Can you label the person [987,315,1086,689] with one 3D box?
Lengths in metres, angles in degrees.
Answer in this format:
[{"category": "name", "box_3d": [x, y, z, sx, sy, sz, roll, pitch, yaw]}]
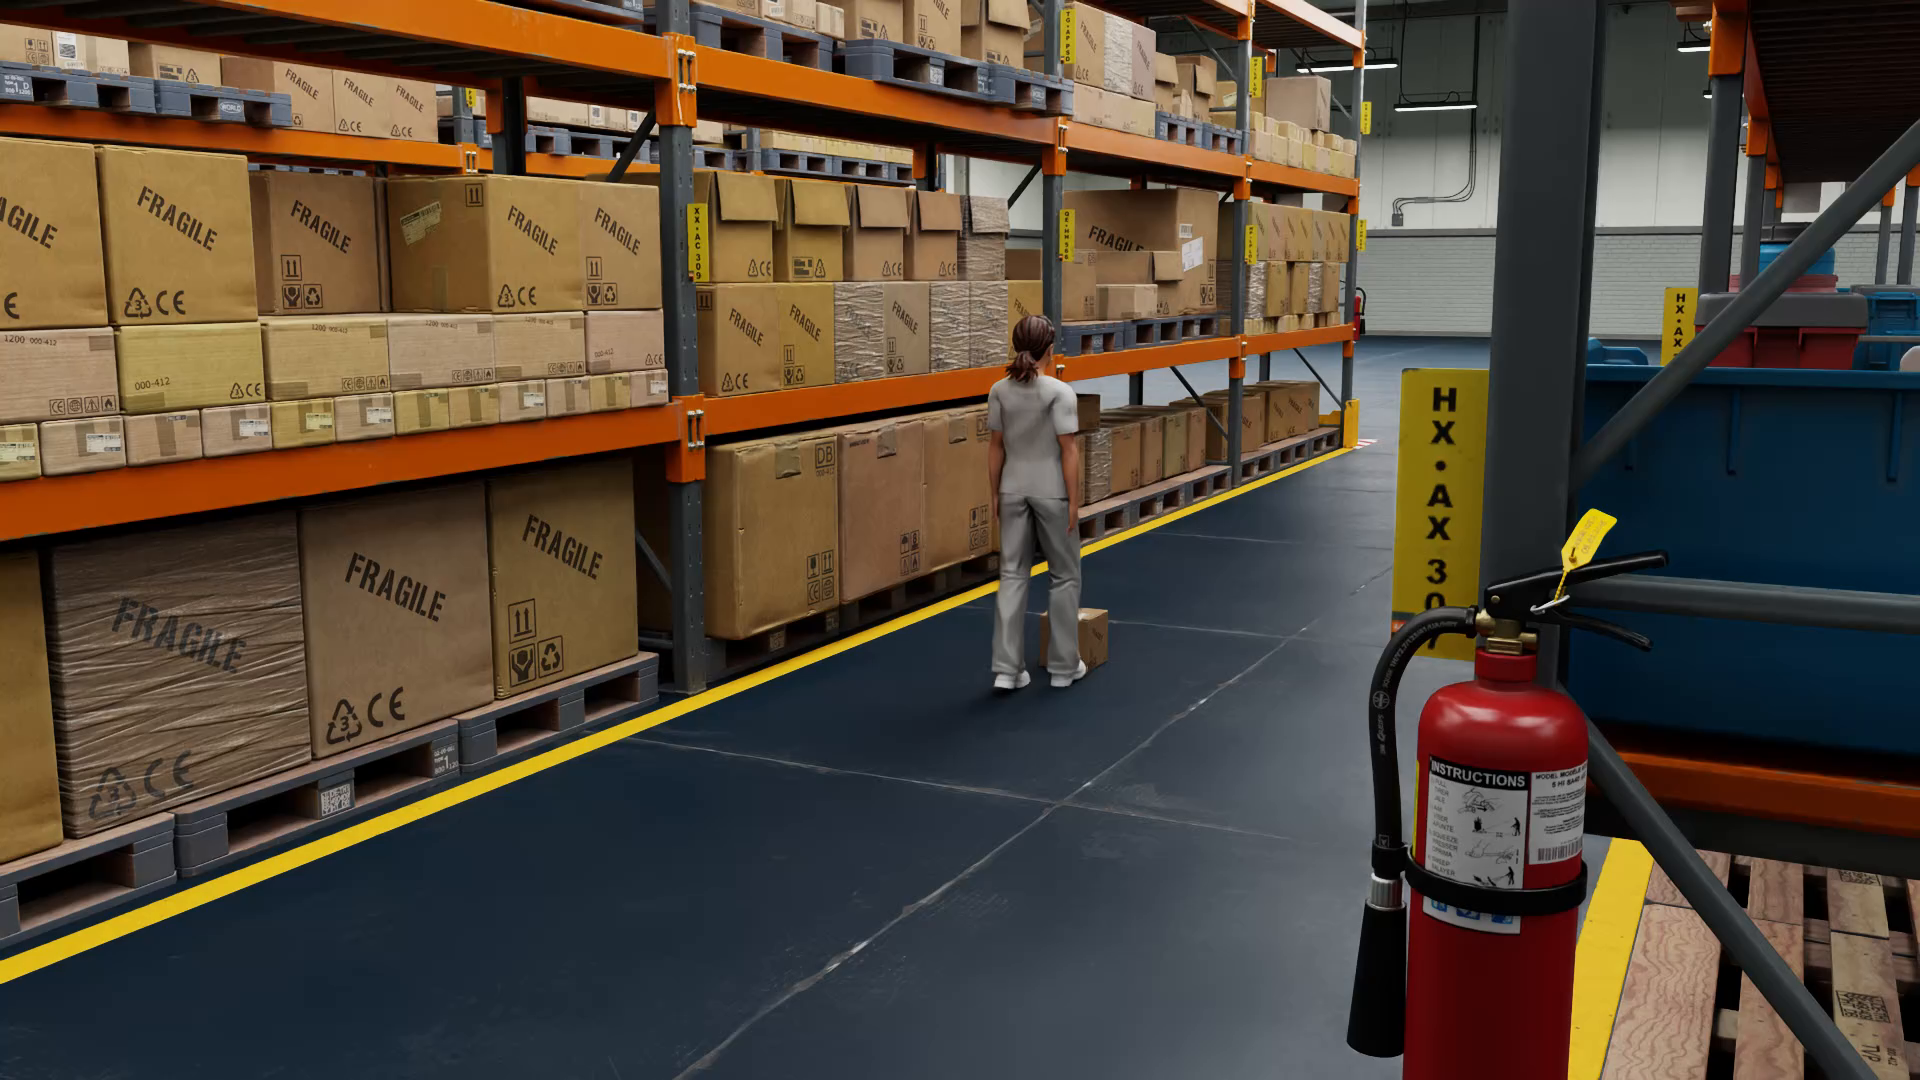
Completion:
[{"category": "person", "box_3d": [0.350, -0.164, 7.441, 0.441, 1.676, 0.519, 5, 10, 26]}]
